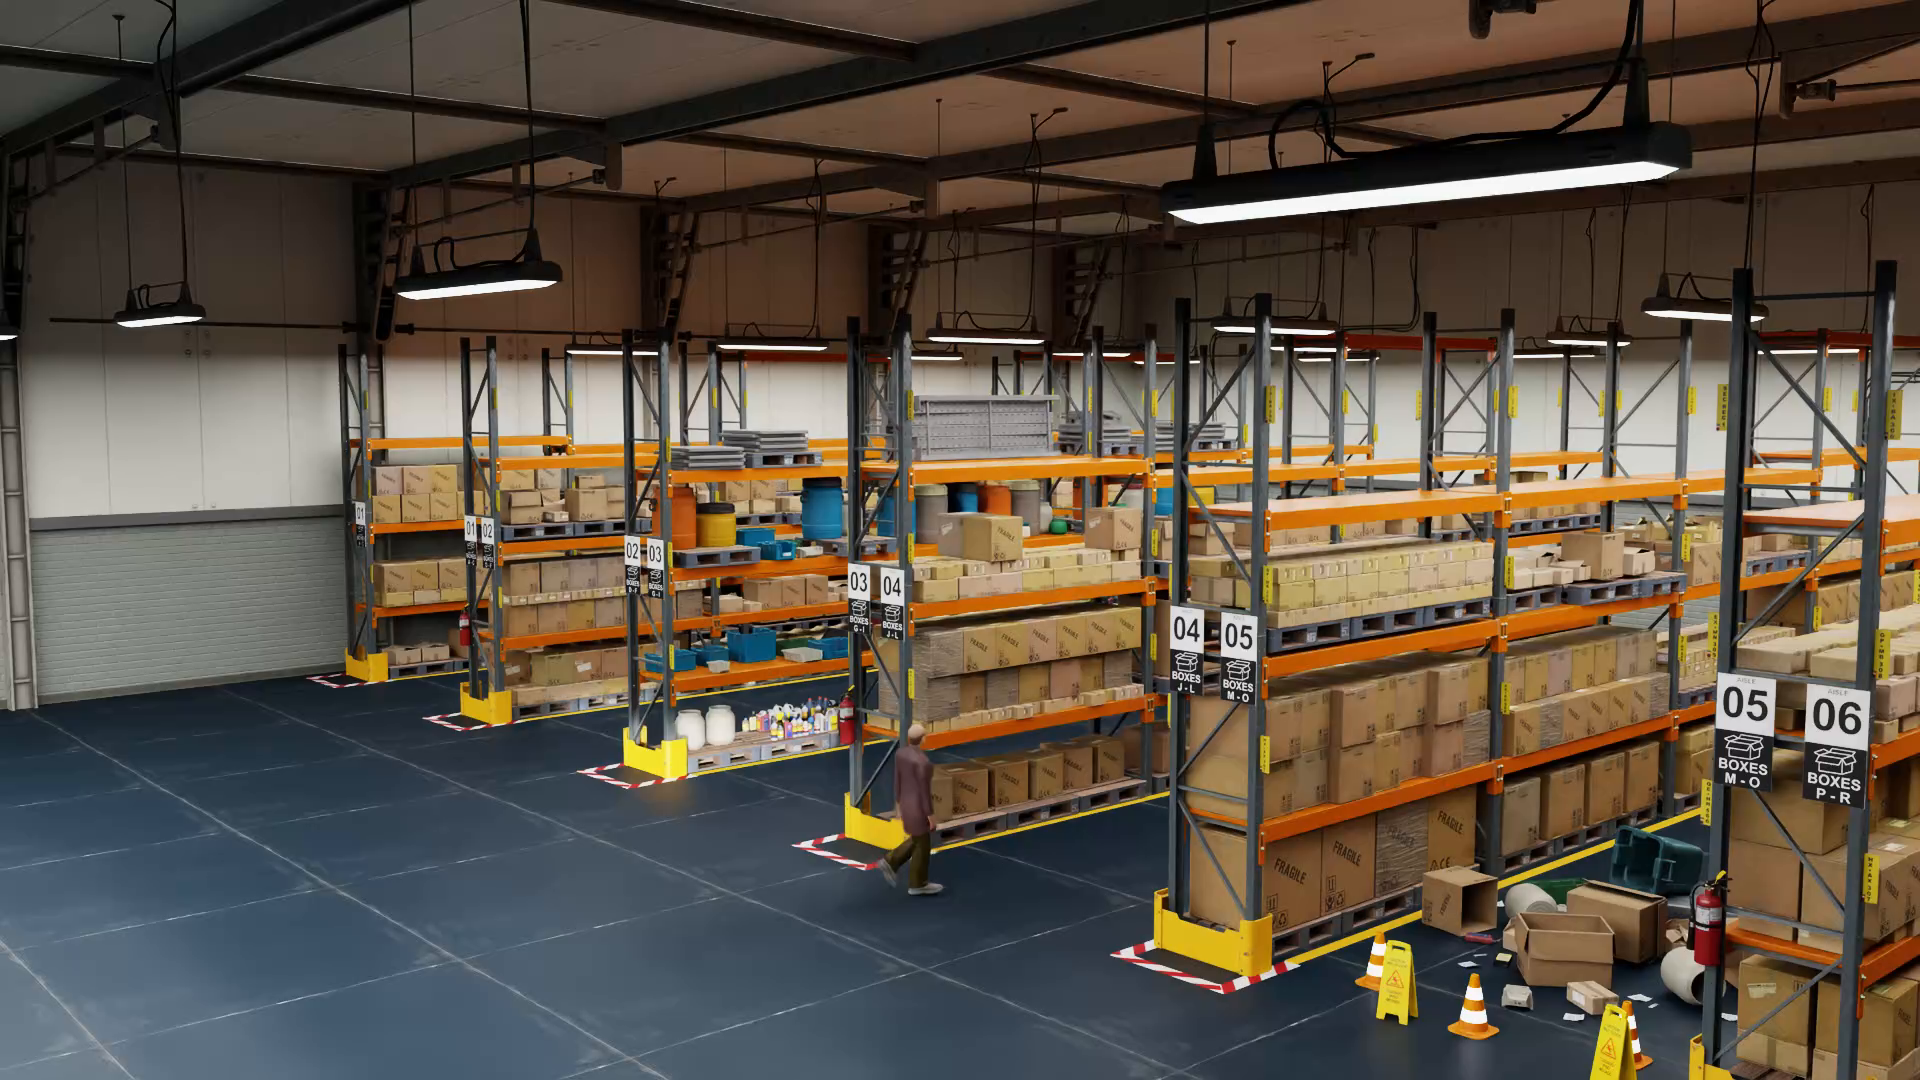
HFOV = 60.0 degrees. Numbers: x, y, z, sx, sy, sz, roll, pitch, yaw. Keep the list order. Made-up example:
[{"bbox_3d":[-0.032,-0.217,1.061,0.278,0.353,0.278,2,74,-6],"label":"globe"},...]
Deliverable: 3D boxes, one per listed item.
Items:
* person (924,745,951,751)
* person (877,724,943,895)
[{"bbox_3d":[-0.260,2.170,24.067,0.379,1.712,0.590,2,6,25],"label":"person"},{"bbox_3d":[-0.498,2.749,16.980,0.678,1.764,0.570,-1,5,-12],"label":"person"}]
